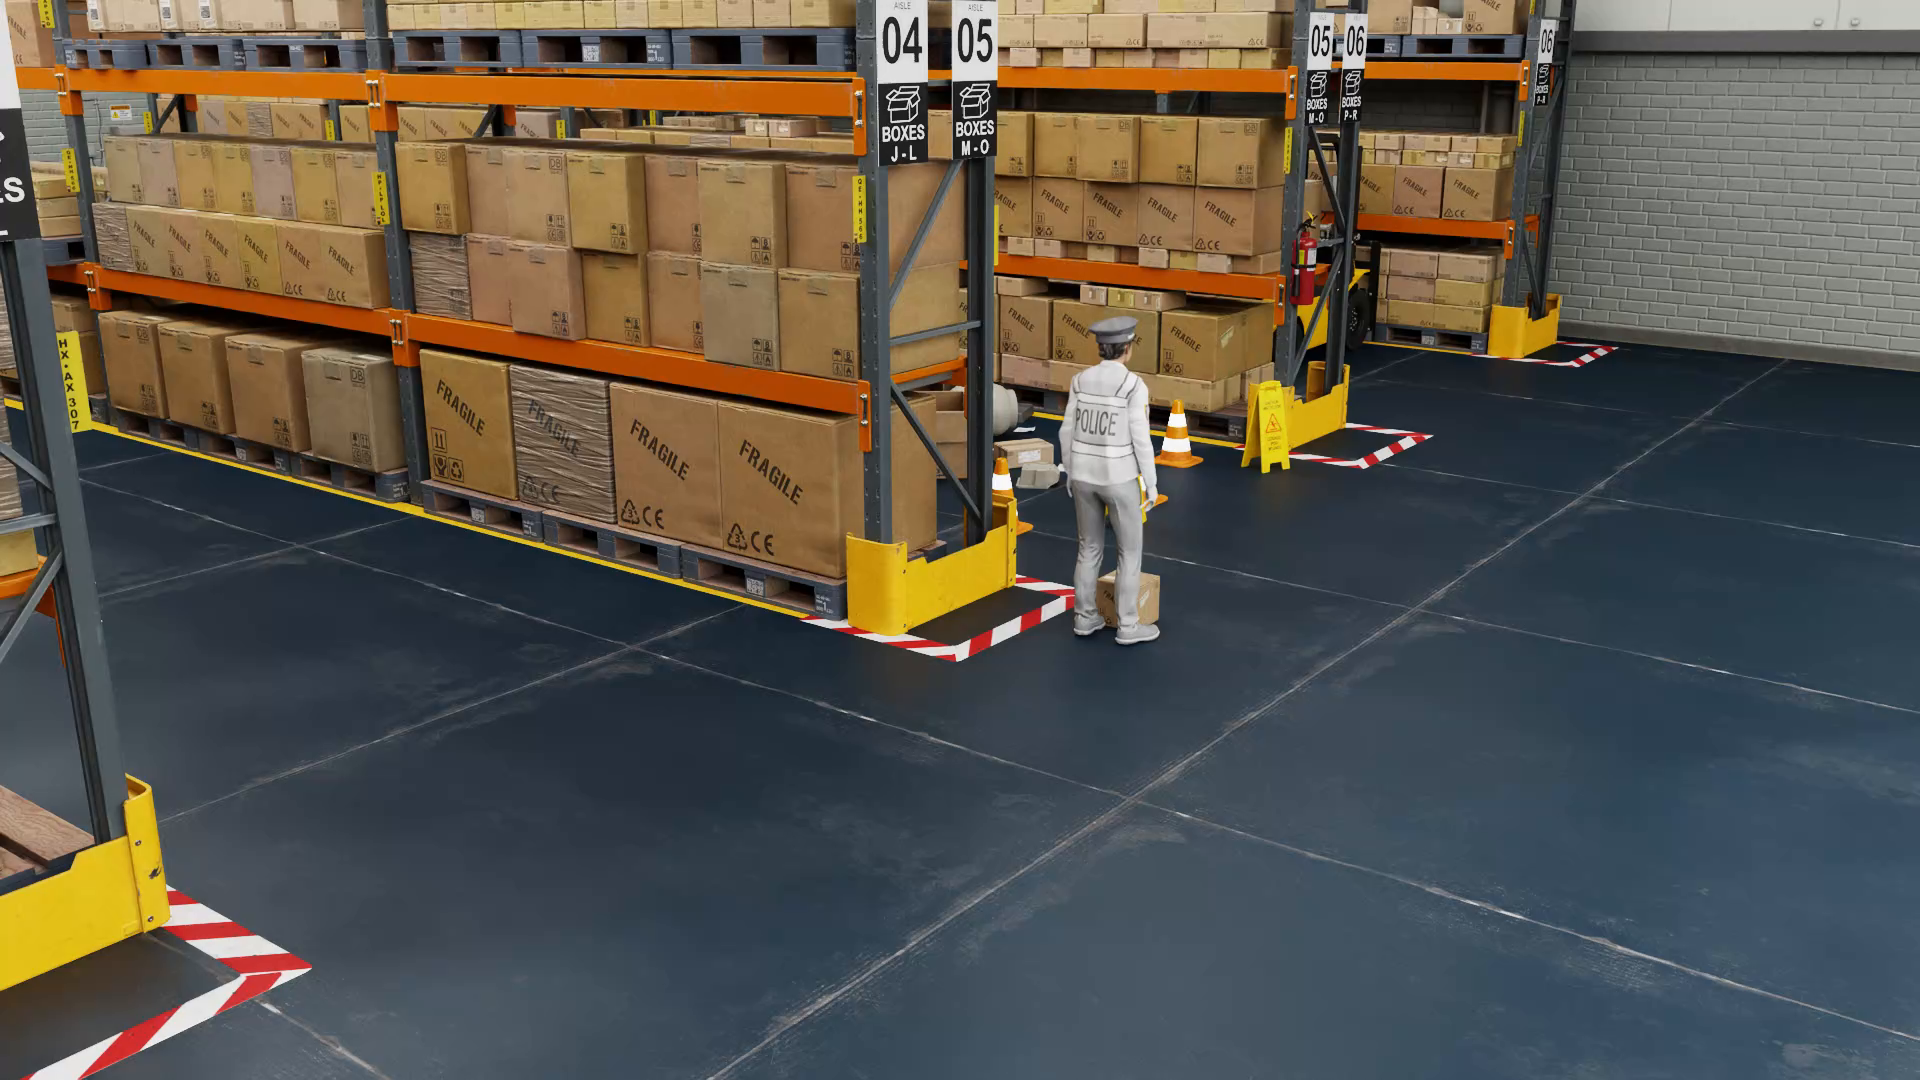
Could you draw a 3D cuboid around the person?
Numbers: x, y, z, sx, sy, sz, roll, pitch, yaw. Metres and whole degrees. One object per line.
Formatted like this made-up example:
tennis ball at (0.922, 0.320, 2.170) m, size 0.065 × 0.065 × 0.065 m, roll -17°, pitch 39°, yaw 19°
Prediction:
person at (0.762, -0.301, 8.538) m, size 0.538 × 1.663 × 0.378 m, roll 12°, pitch 20°, yaw 34°
